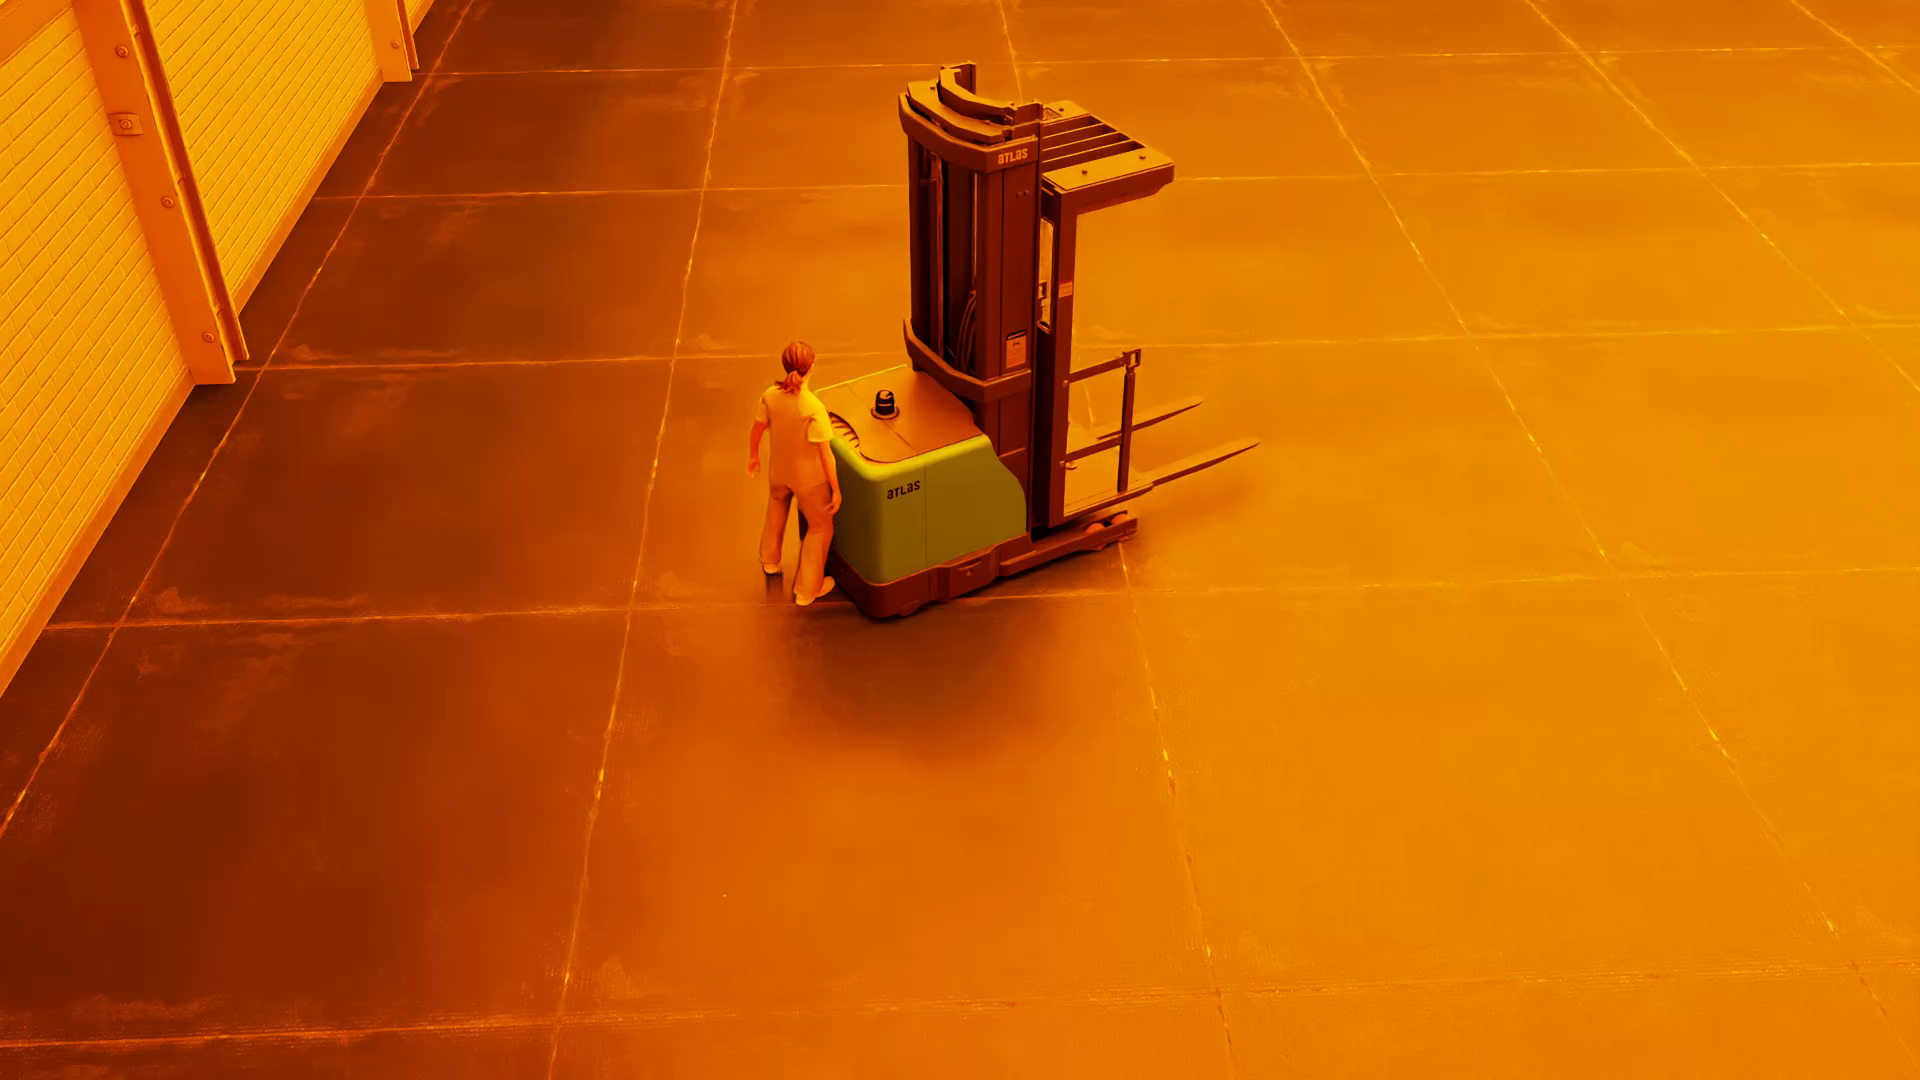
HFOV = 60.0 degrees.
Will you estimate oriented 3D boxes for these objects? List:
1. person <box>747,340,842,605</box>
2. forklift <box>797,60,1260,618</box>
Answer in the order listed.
[{"bbox_3d":[-0.966,-0.397,9.655,0.771,1.644,0.386,20,41,25],"label":"person"},{"bbox_3d":[0.524,-1.369,9.890,3.031,2.935,1.130,-19,40,-25],"label":"forklift"}]
